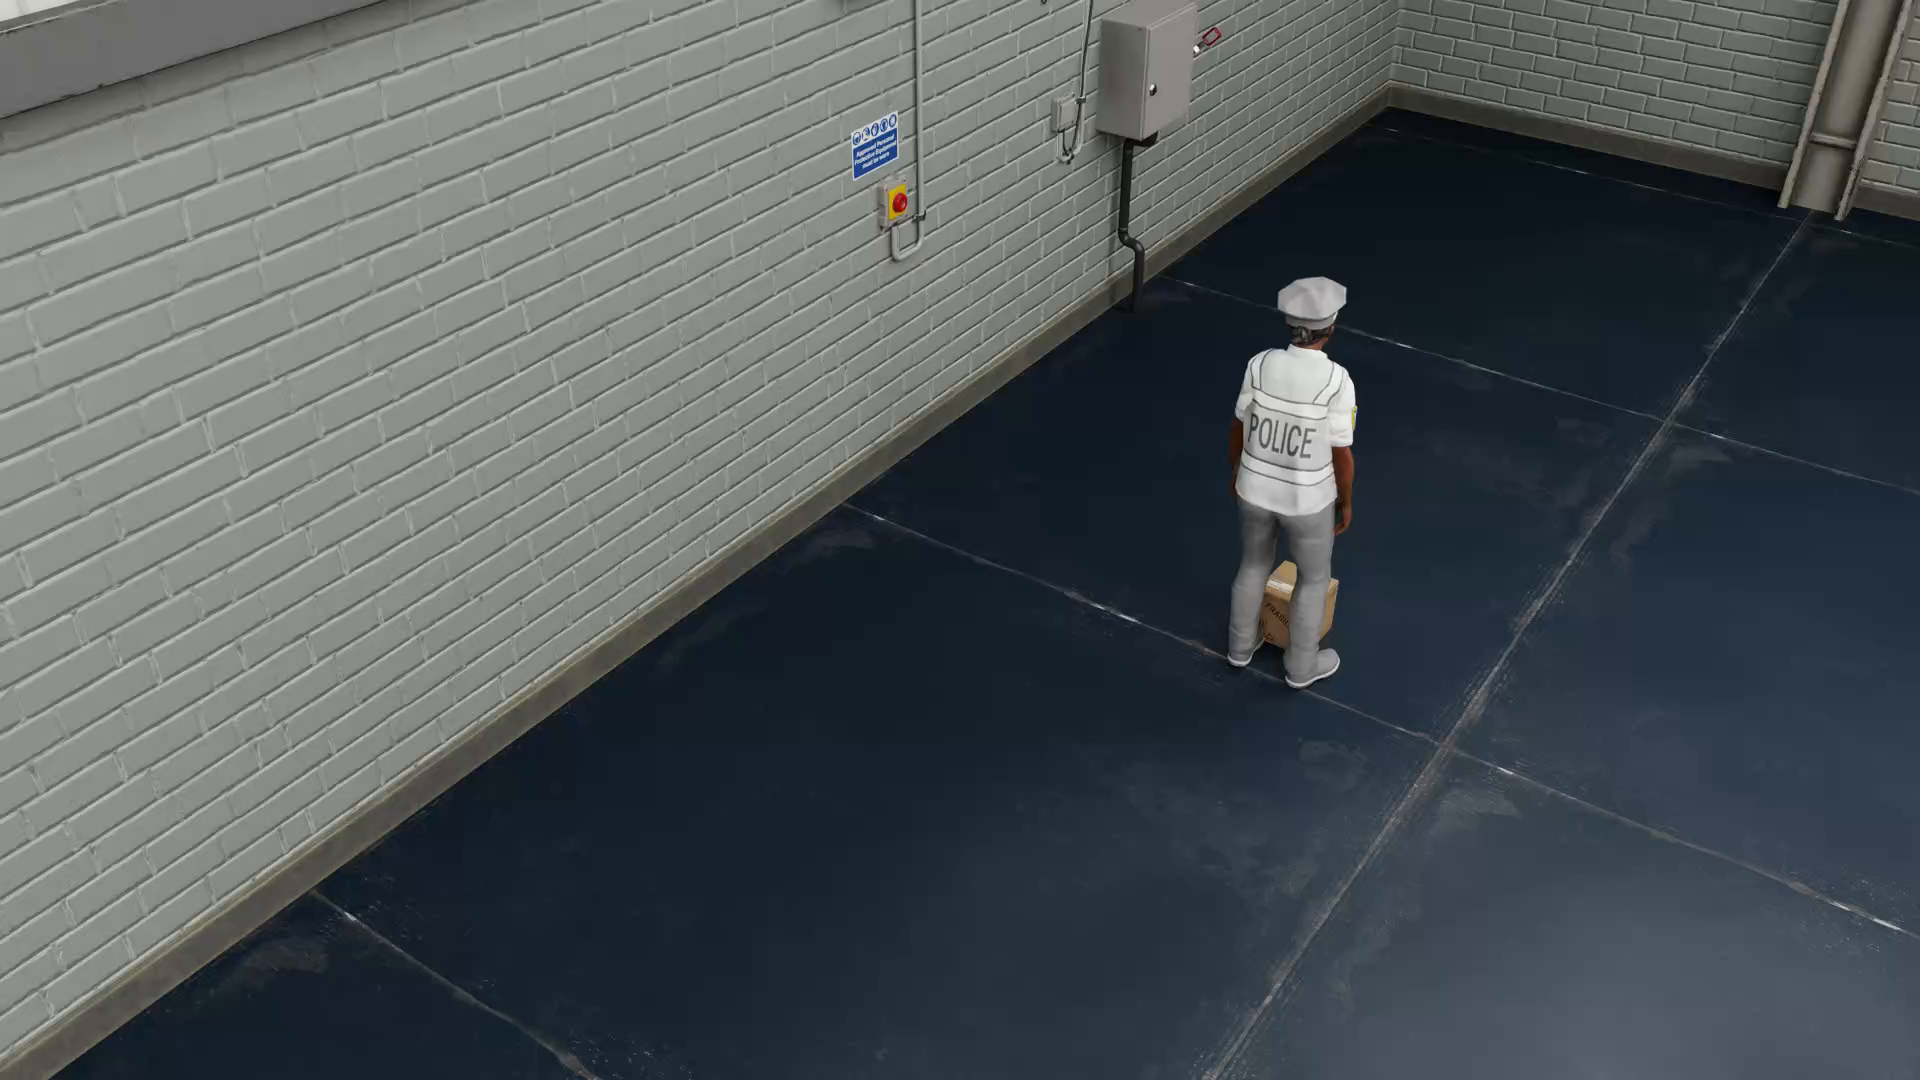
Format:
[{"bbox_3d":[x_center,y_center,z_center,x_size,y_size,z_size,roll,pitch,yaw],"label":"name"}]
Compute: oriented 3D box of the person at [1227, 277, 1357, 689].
[{"bbox_3d":[1.276,-0.182,6.403,0.531,1.664,0.391,20,39,26],"label":"person"}]
